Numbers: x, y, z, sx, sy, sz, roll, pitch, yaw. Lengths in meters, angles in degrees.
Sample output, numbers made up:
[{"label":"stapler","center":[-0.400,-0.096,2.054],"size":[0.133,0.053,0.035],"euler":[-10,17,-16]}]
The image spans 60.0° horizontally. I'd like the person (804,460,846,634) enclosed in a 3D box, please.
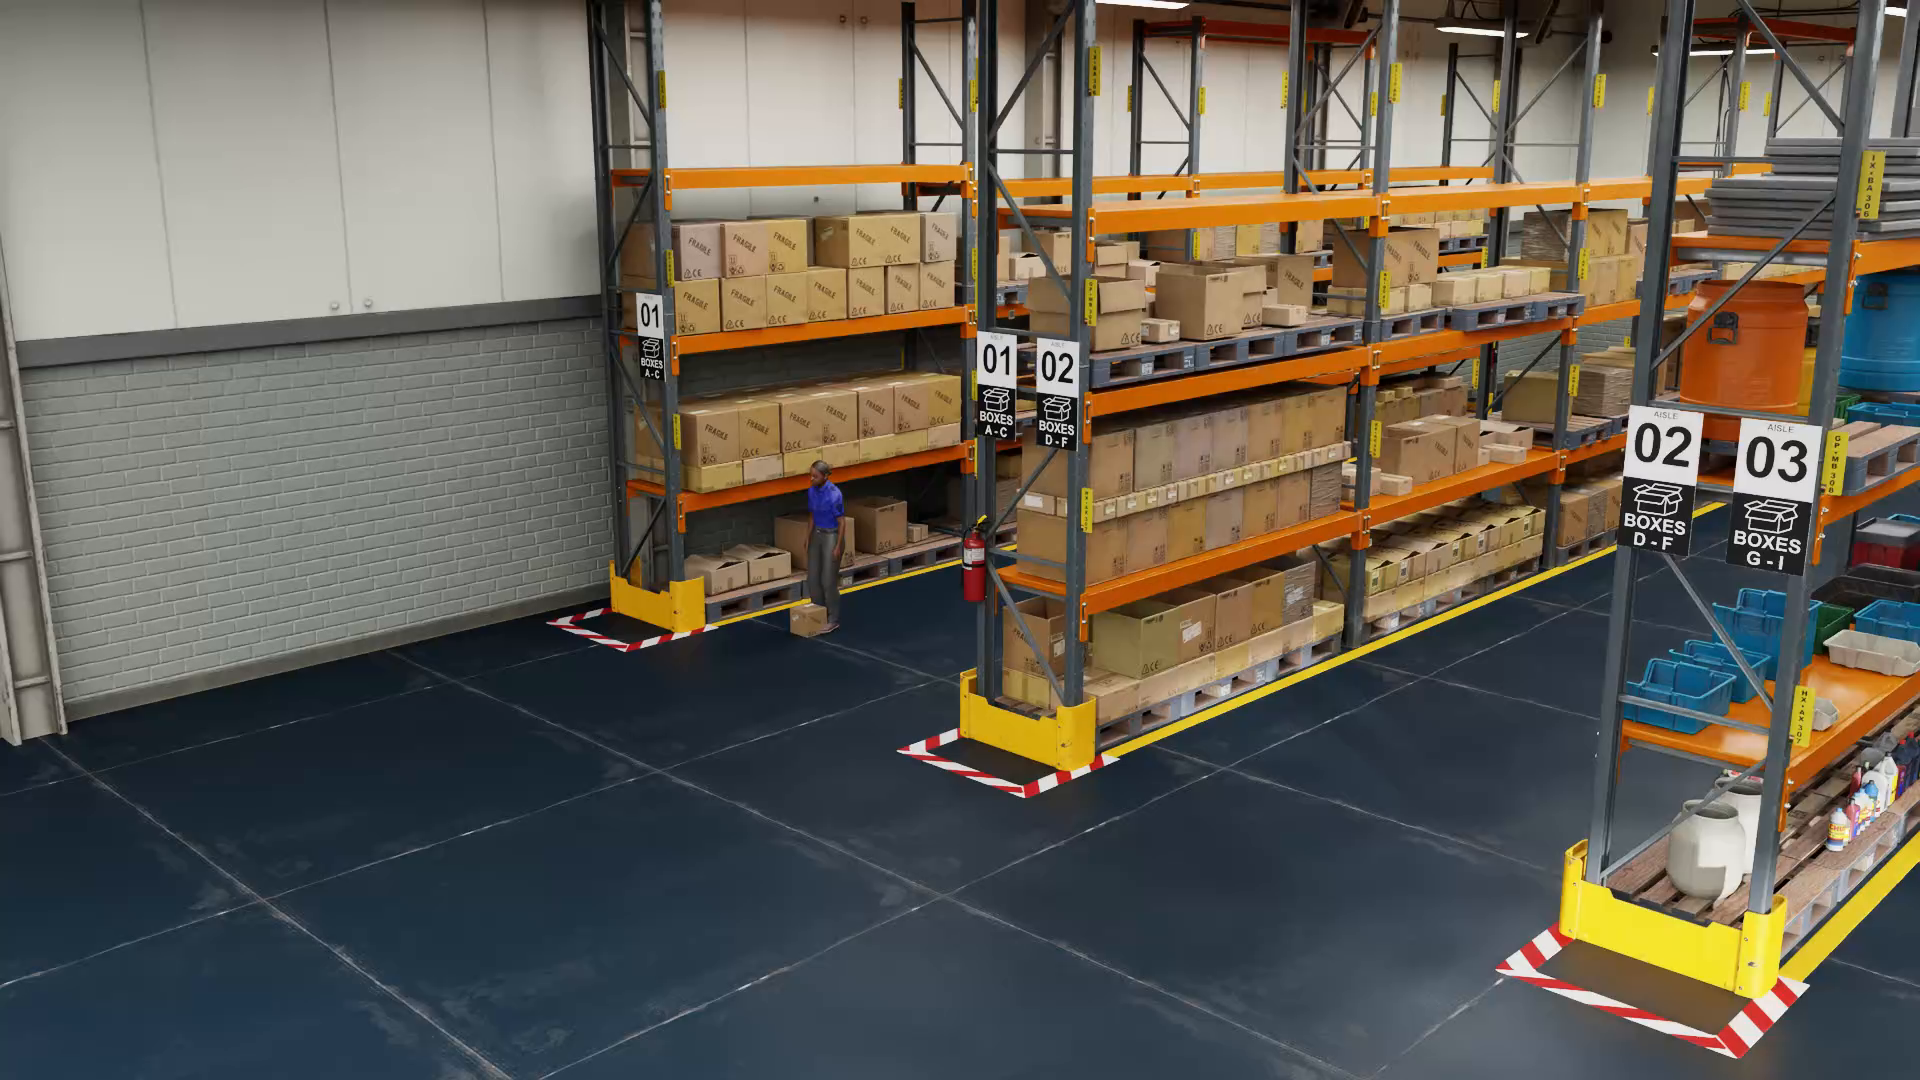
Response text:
[{"label":"person","center":[-1.308,0.042,15.835],"size":[0.505,1.655,0.392],"euler":[13,19,43]}]
